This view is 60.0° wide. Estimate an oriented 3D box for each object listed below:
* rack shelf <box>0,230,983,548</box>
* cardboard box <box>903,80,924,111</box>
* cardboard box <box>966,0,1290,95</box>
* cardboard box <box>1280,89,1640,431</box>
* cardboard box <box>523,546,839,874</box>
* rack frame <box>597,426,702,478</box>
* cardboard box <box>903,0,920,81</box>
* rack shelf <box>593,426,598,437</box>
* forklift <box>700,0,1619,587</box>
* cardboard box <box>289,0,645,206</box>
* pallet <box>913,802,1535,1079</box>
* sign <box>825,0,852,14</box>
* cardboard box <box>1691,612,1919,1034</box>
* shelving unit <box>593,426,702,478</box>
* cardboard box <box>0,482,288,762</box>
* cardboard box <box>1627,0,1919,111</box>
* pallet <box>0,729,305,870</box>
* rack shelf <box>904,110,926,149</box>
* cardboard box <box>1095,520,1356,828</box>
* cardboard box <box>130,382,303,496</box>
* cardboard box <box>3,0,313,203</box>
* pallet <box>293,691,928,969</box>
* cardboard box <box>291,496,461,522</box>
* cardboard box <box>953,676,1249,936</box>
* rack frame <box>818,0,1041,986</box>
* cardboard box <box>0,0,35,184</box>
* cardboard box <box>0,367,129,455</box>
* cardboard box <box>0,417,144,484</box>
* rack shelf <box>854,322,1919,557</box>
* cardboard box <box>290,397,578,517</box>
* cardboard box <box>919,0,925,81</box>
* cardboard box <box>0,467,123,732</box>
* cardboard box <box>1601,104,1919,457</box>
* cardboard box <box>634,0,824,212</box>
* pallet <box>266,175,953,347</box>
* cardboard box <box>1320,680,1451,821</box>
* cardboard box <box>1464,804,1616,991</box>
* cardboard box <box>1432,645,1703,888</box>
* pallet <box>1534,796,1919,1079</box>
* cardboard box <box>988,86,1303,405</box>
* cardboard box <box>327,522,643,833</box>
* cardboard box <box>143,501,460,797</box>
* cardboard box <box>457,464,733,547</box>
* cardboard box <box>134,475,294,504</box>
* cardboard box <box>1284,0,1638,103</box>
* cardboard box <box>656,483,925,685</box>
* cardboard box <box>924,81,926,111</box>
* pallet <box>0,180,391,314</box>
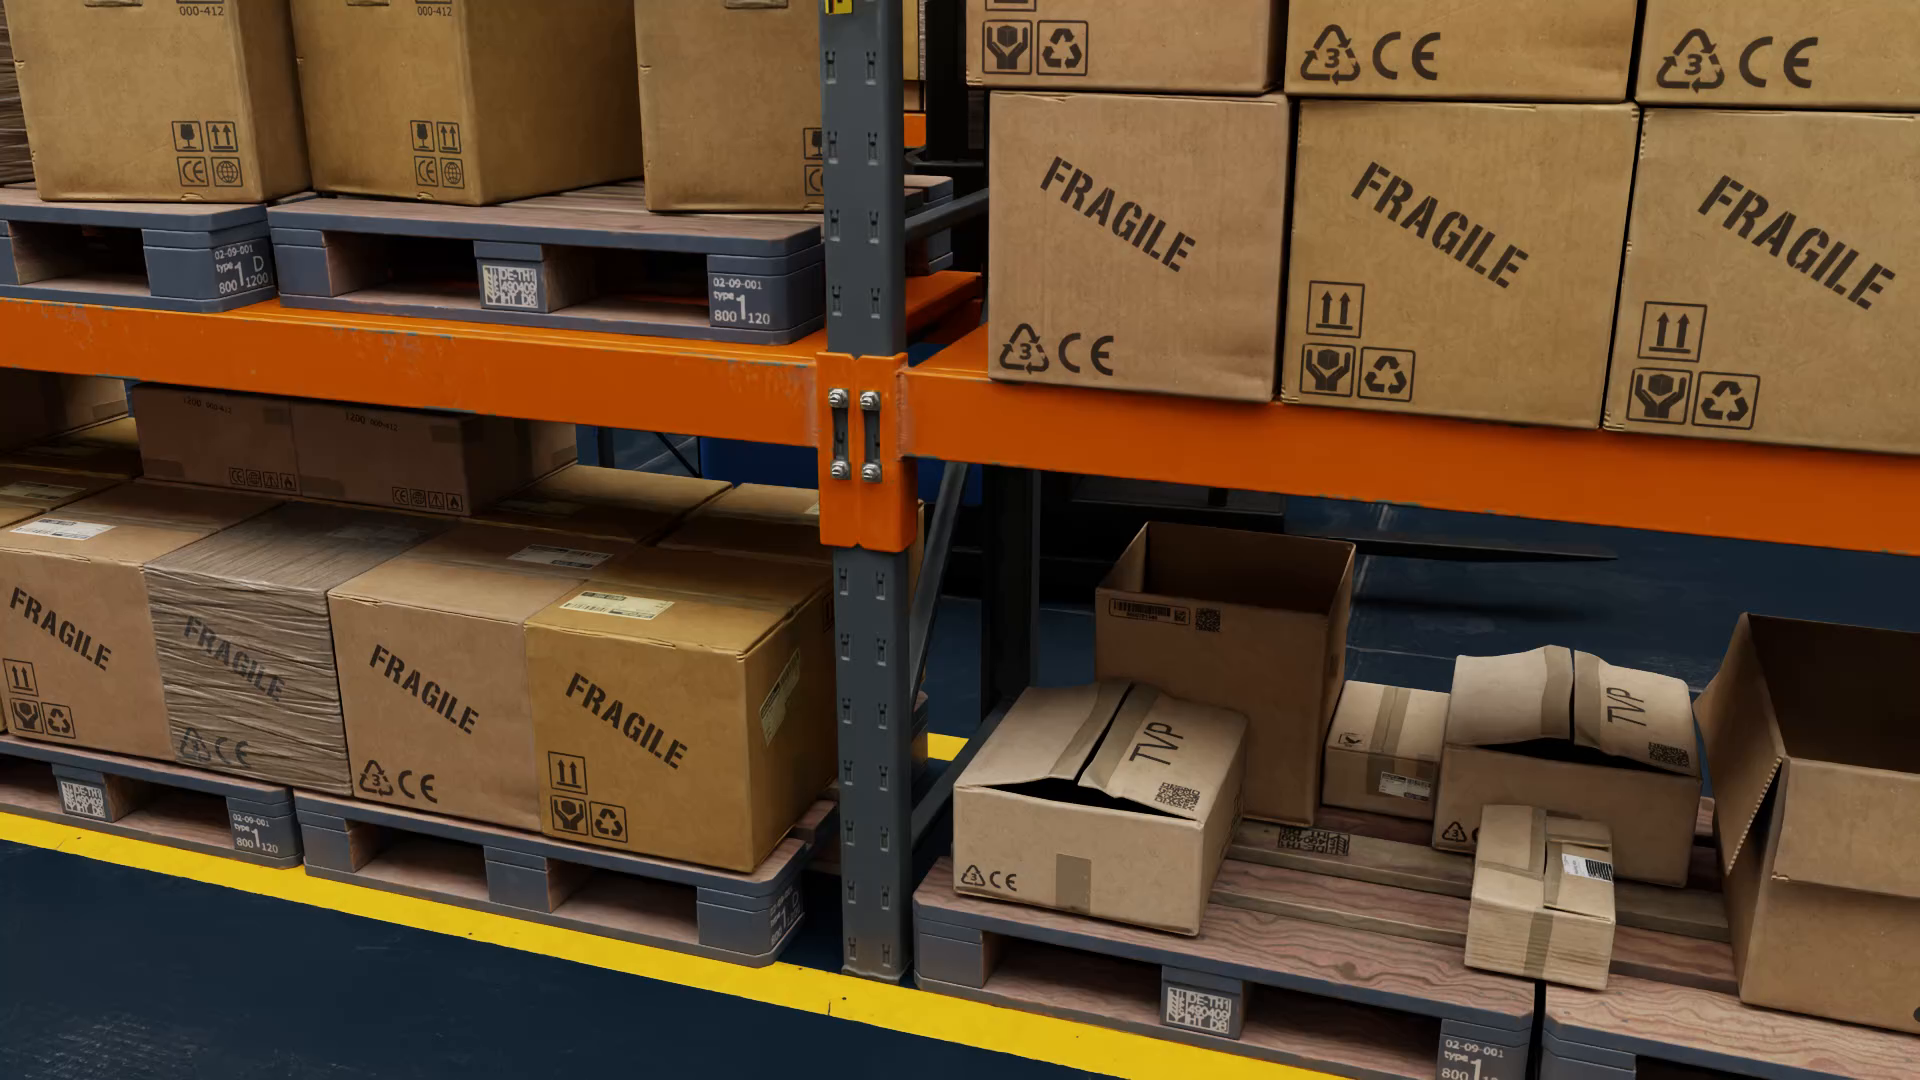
[{"bbox_3d":[-1.912,-0.534,4.143,4.000,0.370,1.077,7,20,18],"label":"rack shelf"},{"bbox_3d":[-0.246,-2.220,8.240,0.250,0.149,0.380,7,20,20],"label":"cardboard box"},{"bbox_3d":[0.330,-1.038,2.827,0.500,0.500,0.500,7,20,19],"label":"cardboard box"},{"bbox_3d":[0.854,-0.511,2.832,0.500,0.500,0.500,7,20,19],"label":"cardboard box"},{"bbox_3d":[-0.583,0.351,3.641,0.500,0.500,0.500,6,20,18],"label":"cardboard box"},{"bbox_3d":[-1.065,-0.671,5.721,0.032,1.500,0.500,14,24,35],"label":"rack frame"},{"bbox_3d":[-0.350,-2.528,8.137,0.500,0.500,0.500,7,20,20],"label":"cardboard box"},{"bbox_3d":[-1.467,-0.603,6.074,1.000,0.185,0.538,14,24,35],"label":"rack shelf"},{"bbox_3d":[0.670,-1.332,5.445,3.031,2.935,1.130,4,20,12],"label":"forklift"},{"bbox_3d":[-1.067,-1.078,3.822,0.500,0.500,0.700,10,22,27],"label":"cardboard box"},{"bbox_3d":[0.626,0.734,3.650,1.213,0.211,1.003,7,20,18],"label":"pallet"},{"bbox_3d":[-0.202,-1.031,2.718,0.005,0.325,0.100,7,20,18],"label":"sign"},{"bbox_3d":[1.753,0.515,3.166,0.637,0.503,0.797,7,20,18],"label":"cardboard box"},{"bbox_3d":[-1.467,-0.773,6.015,1.048,1.500,0.538,14,24,35],"label":"shelving unit"},{"bbox_3d":[-2.002,0.186,4.113,0.500,0.500,0.500,6,20,16],"label":"cardboard box"},{"bbox_3d":[1.303,-0.927,2.508,0.500,0.500,0.500,6,20,16],"label":"cardboard box"},{"bbox_3d":[-1.960,0.452,4.459,1.213,0.211,1.003,7,20,18],"label":"pallet"},{"bbox_3d":[-0.290,-2.074,8.563,4.000,0.370,1.077,7,20,18],"label":"rack shelf"},{"bbox_3d":[0.608,0.289,3.820,0.500,0.500,0.500,7,20,18],"label":"cardboard box"},{"bbox_3d":[-1.819,-0.329,4.453,0.500,0.250,0.500,6,20,17],"label":"cardboard box"},{"bbox_3d":[-1.712,-1.075,3.812,0.500,0.500,0.700,1,19,4],"label":"cardboard box"},{"bbox_3d":[-0.804,0.583,4.082,1.213,0.211,1.003,7,20,18],"label":"pallet"},{"bbox_3d":[-1.377,0.077,4.428,0.500,0.500,0.500,7,20,19],"label":"cardboard box"},{"bbox_3d":[0.303,0.517,3.452,0.500,0.311,0.500,7,20,18],"label":"cardboard box"},{"bbox_3d":[-0.023,-0.657,3.405,0.127,3.000,1.000,7,20,18],"label":"rack frame"},{"bbox_3d":[-2.368,-1.144,4.011,0.500,0.500,0.700,11,22,28],"label":"cardboard box"},{"bbox_3d":[-2.786,-0.438,4.766,0.500,0.250,0.500,7,21,20],"label":"cardboard box"},{"bbox_3d":[-2.352,-0.033,4.742,0.500,0.500,0.500,6,20,16],"label":"cardboard box"},{"bbox_3d":[1.866,-0.102,2.904,4.000,0.370,1.077,7,20,18],"label":"rack shelf"},{"bbox_3d":[-1.345,-0.275,4.298,0.500,0.250,0.500,7,20,18],"label":"cardboard box"},{"bbox_3d":[0.124,-2.476,7.987,0.500,0.500,0.500,7,20,18],"label":"cardboard box"},{"bbox_3d":[-2.497,0.132,4.270,0.500,0.500,0.500,6,20,17],"label":"cardboard box"},{"bbox_3d":[1.326,-0.456,2.675,0.500,0.500,0.500,6,20,18],"label":"cardboard box"},{"bbox_3d":[-0.397,-1.024,3.666,0.500,0.500,0.700,0,19,0],"label":"cardboard box"},{"bbox_3d":[-0.742,-0.687,3.782,1.213,0.211,1.003,7,20,18],"label":"pallet"},{"bbox_3d":[0.982,0.476,3.816,0.250,0.149,0.380,7,20,18],"label":"cardboard box"},{"bbox_3d":[1.123,0.676,3.217,0.250,0.166,0.380,7,20,18],"label":"cardboard box"},{"bbox_3d":[1.317,0.459,3.619,0.500,0.311,0.500,7,20,18],"label":"cardboard box"},{"bbox_3d":[1.782,0.865,3.274,1.213,0.211,1.003,7,20,18],"label":"pallet"},{"bbox_3d":[0.369,-0.565,2.988,0.500,0.500,0.500,7,20,19],"label":"cardboard box"},{"bbox_3d":[-1.047,0.295,3.802,0.500,0.500,0.500,7,20,18],"label":"cardboard box"},{"bbox_3d":[-1.521,0.241,3.958,0.500,0.500,0.500,7,20,19],"label":"cardboard box"},{"bbox_3d":[-0.907,0.133,4.267,0.500,0.500,0.500,7,20,19],"label":"cardboard box"},{"bbox_3d":[-1.854,0.022,4.585,0.500,0.500,0.500,6,20,16],"label":"cardboard box"},{"bbox_3d":[0.817,-0.983,2.667,0.500,0.500,0.500,6,20,16],"label":"cardboard box"},{"bbox_3d":[-0.400,0.187,4.111,0.500,0.500,0.500,6,20,16],"label":"cardboard box"},{"bbox_3d":[0.001,-2.188,8.148,0.250,0.149,0.380,6,20,17],"label":"cardboard box"},{"bbox_3d":[-1.963,-0.790,4.078,1.213,0.211,1.003,7,20,18],"label":"pallet"}]
